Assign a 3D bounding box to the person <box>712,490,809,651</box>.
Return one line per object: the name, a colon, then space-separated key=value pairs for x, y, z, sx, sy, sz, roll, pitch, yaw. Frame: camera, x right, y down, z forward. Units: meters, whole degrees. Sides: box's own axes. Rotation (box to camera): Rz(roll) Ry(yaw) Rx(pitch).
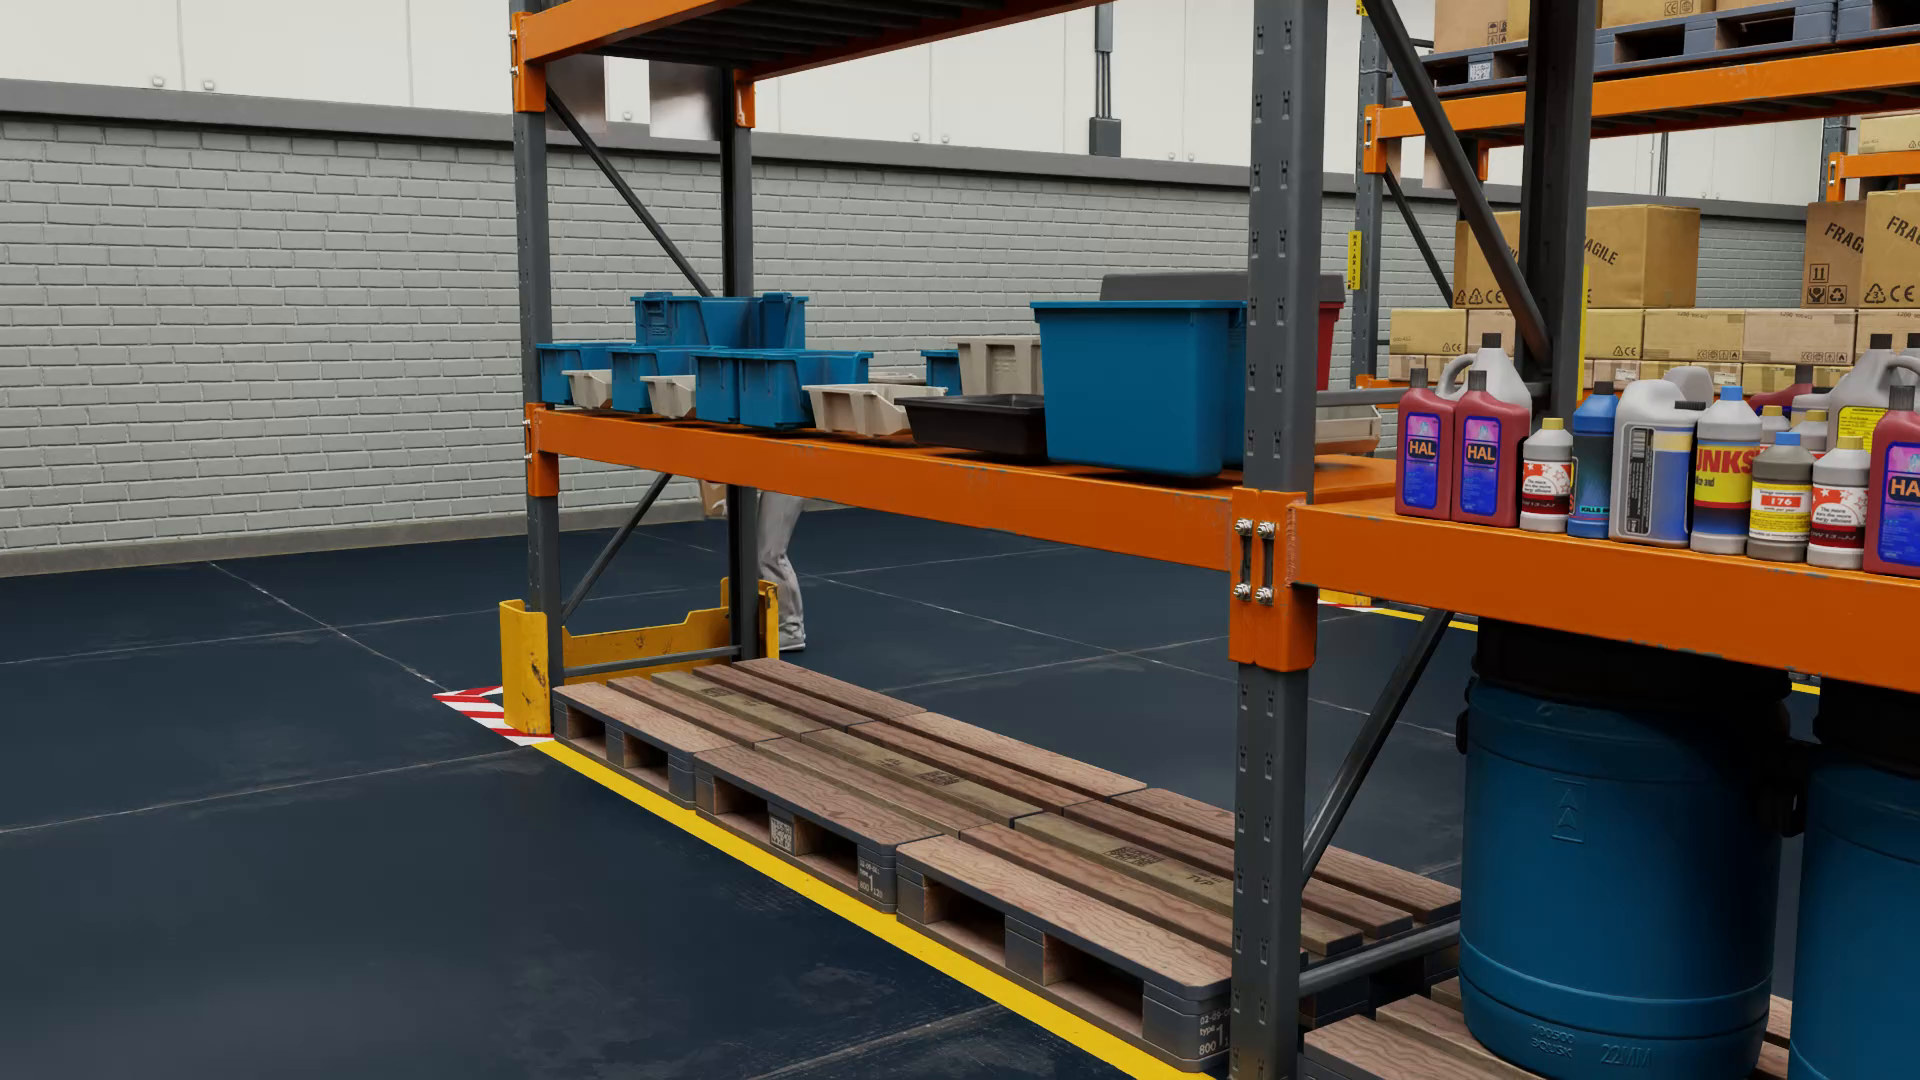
person: x=-0.991 y=-0.250 z=8.322 sx=0.548 sy=1.615 sz=0.404 roll=-1 pitch=8 yaw=-7
